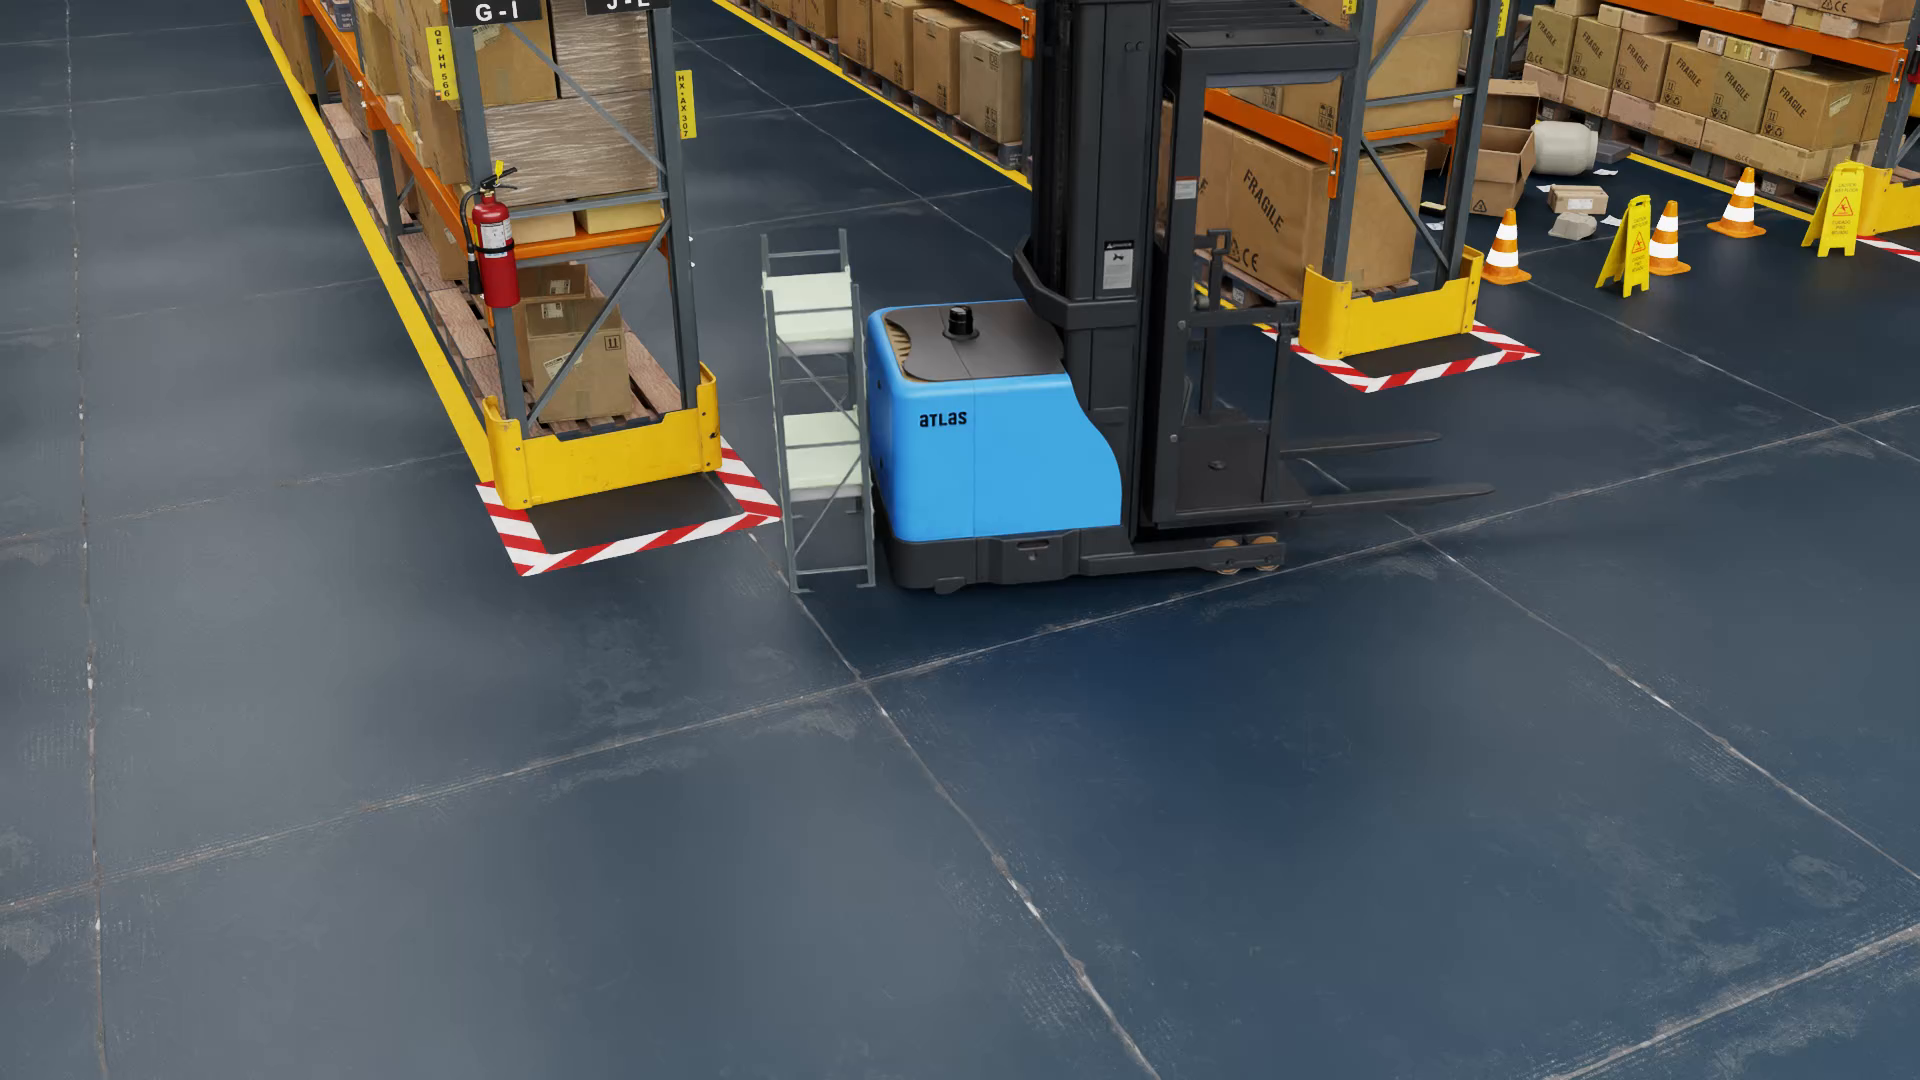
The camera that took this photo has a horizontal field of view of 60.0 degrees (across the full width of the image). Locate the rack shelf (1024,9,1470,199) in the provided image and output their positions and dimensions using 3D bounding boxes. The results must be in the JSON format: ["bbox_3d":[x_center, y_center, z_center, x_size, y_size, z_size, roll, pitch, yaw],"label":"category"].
[{"bbox_3d":[1.836,-3.183,11.596,1.077,0.370,4.000,-13,32,-22],"label":"rack shelf"}]

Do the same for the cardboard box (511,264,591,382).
[{"bbox_3d":[-2.369,-1.246,9.531,0.500,0.500,0.500,-5,30,-9],"label":"cardboard box"}]

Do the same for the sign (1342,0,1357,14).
[{"bbox_3d":[2.198,-3.114,9.311,0.100,0.325,0.005,-13,32,-22],"label":"sign"}]

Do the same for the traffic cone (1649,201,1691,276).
[{"bbox_3d":[4.915,-2.127,11.570,0.336,0.463,0.334,-13,32,-22],"label":"traffic cone"}]

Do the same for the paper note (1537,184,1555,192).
[{"bbox_3d":[4.689,-2.804,13.231,0.148,0.019,0.142,-3,29,-5],"label":"paper note"}]

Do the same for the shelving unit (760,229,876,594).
[{"bbox_3d":[-0.663,-0.600,7.775,0.431,1.500,0.755,-5,30,-6],"label":"shelving unit"}]

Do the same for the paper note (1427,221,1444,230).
[{"bbox_3d":[3.572,-2.349,12.409,0.144,0.017,0.142,-3,29,-5],"label":"paper note"}]

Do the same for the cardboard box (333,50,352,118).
[{"bbox_3d":[-4.957,-3.961,14.352,0.700,0.500,0.500,-15,33,-25],"label":"cardboard box"}]

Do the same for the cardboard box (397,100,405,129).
[{"bbox_3d":[-3.166,-2.569,10.021,0.380,0.149,0.250,-13,32,-22],"label":"cardboard box"}]

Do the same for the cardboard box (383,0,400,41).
[{"bbox_3d":[-2.928,-3.081,9.249,0.500,0.500,0.500,-13,32,-22],"label":"cardboard box"}]

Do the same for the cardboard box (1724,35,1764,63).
[{"bbox_3d":[6.219,-3.850,13.002,0.380,0.149,0.250,-13,32,-21],"label":"cardboard box"}]

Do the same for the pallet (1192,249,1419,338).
[{"bbox_3d":[2.280,-1.734,11.127,1.003,0.211,1.213,-13,32,-22],"label":"pallet"}]

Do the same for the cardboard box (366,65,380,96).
[{"bbox_3d":[-3.630,-3.003,10.795,0.380,0.149,0.250,-13,32,-22],"label":"cardboard box"}]

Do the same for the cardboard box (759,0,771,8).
[{"bbox_3d":[-1.914,-6.163,18.301,0.500,0.500,0.500,-13,32,-21],"label":"cardboard box"}]

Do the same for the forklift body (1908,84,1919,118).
[{"bbox_3d":[9.141,-4.826,14.657,2.313,2.155,1.214,-13,32,-22],"label":"forklift body"}]

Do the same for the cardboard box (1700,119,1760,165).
[{"bbox_3d":[6.316,-3.213,13.294,0.500,0.250,0.500,-13,32,-22],"label":"cardboard box"}]

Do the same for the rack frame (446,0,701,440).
[{"bbox_3d":[-1.829,-1.617,8.066,1.000,3.000,0.127,-13,32,-22],"label":"rack frame"}]

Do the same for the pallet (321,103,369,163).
[{"bbox_3d":[-4.929,-3.589,14.434,1.003,0.211,1.213,-13,32,-22],"label":"pallet"}]

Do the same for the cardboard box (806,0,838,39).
[{"bbox_3d":[-1.259,-5.476,17.075,0.500,0.500,0.500,-13,32,-22],"label":"cardboard box"}]

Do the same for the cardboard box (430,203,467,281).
[{"bbox_3d":[-3.158,-2.040,10.948,0.500,0.500,0.500,-3,29,-6],"label":"cardboard box"}]

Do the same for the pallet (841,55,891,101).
[{"bbox_3d":[-0.470,-4.567,16.179,1.003,0.211,1.213,-13,32,-22],"label":"pallet"}]

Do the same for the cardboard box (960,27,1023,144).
[{"bbox_3d":[0.629,-3.838,13.898,1.050,0.750,0.750,-13,32,-22],"label":"cardboard box"}]

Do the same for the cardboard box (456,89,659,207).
[{"bbox_3d":[-2.040,-2.039,8.413,0.875,0.500,0.500,-13,32,-22],"label":"cardboard box"}]

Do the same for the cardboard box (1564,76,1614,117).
[{"bbox_3d":[5.653,-3.898,14.516,0.500,0.250,0.500,-11,31,-19],"label":"cardboard box"}]

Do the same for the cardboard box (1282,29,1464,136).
[{"bbox_3d":[2.494,-2.833,10.083,0.875,0.550,0.550,-13,32,-22],"label":"cardboard box"}]

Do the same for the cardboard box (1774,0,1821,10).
[{"bbox_3d":[6.429,-4.275,12.401,0.500,0.500,0.500,-13,32,-22],"label":"cardboard box"}]

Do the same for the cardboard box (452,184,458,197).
[{"bbox_3d":[-2.492,-1.914,8.853,0.380,0.149,0.250,-13,32,-22],"label":"cardboard box"}]

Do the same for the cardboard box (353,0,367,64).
[{"bbox_3d":[-3.409,-3.345,10.743,0.875,0.500,0.500,-13,32,-22],"label":"cardboard box"}]

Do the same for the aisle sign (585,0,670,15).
[{"bbox_3d":[-1.531,-2.786,7.494,0.394,0.787,0.004,-13,32,-22],"label":"aisle sign"}]

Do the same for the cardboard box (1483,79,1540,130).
[{"bbox_3d":[4.635,-3.616,14.185,0.500,0.500,0.500,7,30,13],"label":"cardboard box"}]

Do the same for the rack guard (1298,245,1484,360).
[{"bbox_3d":[2.705,-1.513,10.437,1.175,0.500,0.348,-13,32,-22],"label":"rack guard"}]

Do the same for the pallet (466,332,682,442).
[{"bbox_3d":[-2.178,-0.800,9.462,1.003,0.211,1.213,-13,32,-22],"label":"pallet"}]

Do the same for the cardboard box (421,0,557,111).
[{"bbox_3d":[-2.288,-2.417,8.065,0.500,0.500,0.500,-13,32,-22],"label":"cardboard box"}]

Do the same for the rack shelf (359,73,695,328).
[{"bbox_3d":[-2.687,-2.187,9.818,1.077,0.370,4.000,-13,32,-22],"label":"rack shelf"}]

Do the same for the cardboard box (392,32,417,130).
[{"bbox_3d":[-2.743,-2.688,9.570,0.875,0.500,0.500,-13,32,-22],"label":"cardboard box"}]

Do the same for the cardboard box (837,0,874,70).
[{"bbox_3d":[-0.560,-5.062,16.080,1.050,0.750,0.750,-14,32,-23],"label":"cardboard box"}]

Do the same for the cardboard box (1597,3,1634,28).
[{"bbox_3d":[5.636,-4.447,14.065,0.380,0.149,0.250,-12,31,-20],"label":"cardboard box"}]

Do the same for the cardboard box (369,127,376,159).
[{"bbox_3d":[-4.218,-3.223,13.036,0.700,0.500,0.500,-16,33,-26],"label":"cardboard box"}]

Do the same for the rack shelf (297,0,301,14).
[{"bbox_3d":[-6.122,-5.720,16.120,1.077,0.370,4.000,-13,32,-22],"label":"rack shelf"}]

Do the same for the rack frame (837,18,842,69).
[{"bbox_3d":[-0.740,-6.148,16.146,1.000,3.000,0.127,-13,32,-22],"label":"rack frame"}]

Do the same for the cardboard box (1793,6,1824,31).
[{"bbox_3d":[6.468,-3.915,12.421,0.380,0.149,0.250,-14,32,-23],"label":"cardboard box"}]

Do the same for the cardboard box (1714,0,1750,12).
[{"bbox_3d":[6.155,-4.259,13.035,0.380,0.149,0.250,-13,32,-22],"label":"cardboard box"}]

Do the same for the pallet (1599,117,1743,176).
[{"bbox_3d":[6.252,-3.419,14.132,1.003,0.211,1.213,-13,32,-22],"label":"pallet"}]

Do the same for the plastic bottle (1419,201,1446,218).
[{"bbox_3d":[3.588,-2.533,12.705,0.283,0.061,0.133,26,38,38],"label":"plastic bottle"}]

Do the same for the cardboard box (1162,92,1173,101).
[{"bbox_3d":[1.574,-2.947,12.182,0.875,0.875,0.875,-13,32,-22],"label":"cardboard box"}]

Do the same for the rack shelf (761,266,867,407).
[{"bbox_3d":[-0.672,-0.939,7.583,0.431,0.370,0.720,-5,30,-6],"label":"rack shelf"}]

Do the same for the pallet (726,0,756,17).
[{"bbox_3d":[-2.122,-6.355,19.367,1.003,0.211,1.213,-13,32,-22],"label":"pallet"}]

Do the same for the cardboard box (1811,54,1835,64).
[{"bbox_3d":[6.786,-3.663,13.331,0.500,0.500,0.500,-14,32,-24],"label":"cardboard box"}]

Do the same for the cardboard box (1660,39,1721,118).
[{"bbox_3d":[6.105,-3.762,13.507,0.500,0.500,0.500,-14,32,-23],"label":"cardboard box"}]

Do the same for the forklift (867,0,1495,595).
[{"bbox_3d":[1.104,-1.362,7.682,3.031,2.935,1.130,-5,30,-9],"label":"forklift"}]

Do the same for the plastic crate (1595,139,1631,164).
[{"bbox_3d":[5.338,-3.325,14.099,0.583,0.080,0.402,26,38,38],"label":"plastic crate"}]

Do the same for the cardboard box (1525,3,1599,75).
[{"bbox_3d":[5.414,-4.458,14.749,0.500,0.500,0.500,-12,31,-20],"label":"cardboard box"}]

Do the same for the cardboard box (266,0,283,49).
[{"bbox_3d":[-6.303,-5.501,16.736,1.225,0.875,0.875,-14,32,-24],"label":"cardboard box"}]

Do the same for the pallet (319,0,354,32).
[{"bbox_3d":[-4.376,-4.201,12.871,1.003,0.211,1.213,-13,32,-22],"label":"pallet"}]
